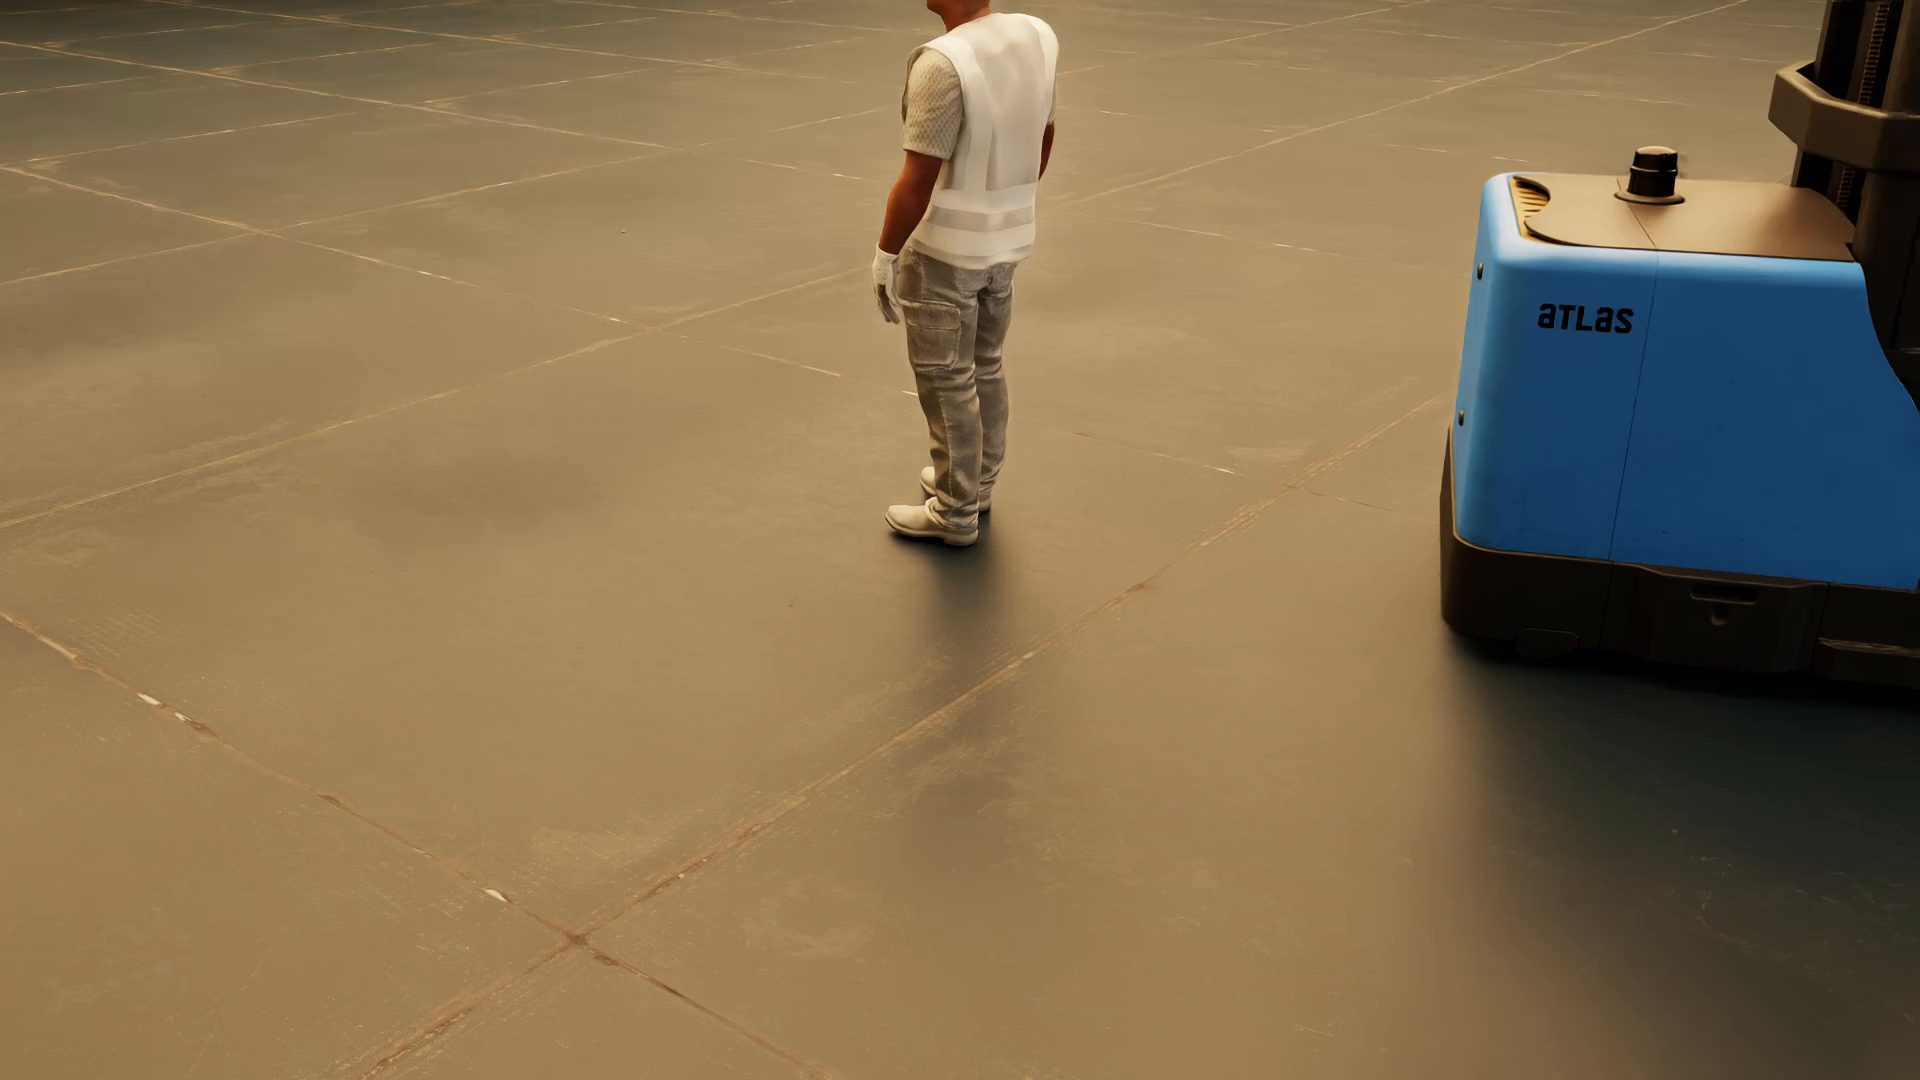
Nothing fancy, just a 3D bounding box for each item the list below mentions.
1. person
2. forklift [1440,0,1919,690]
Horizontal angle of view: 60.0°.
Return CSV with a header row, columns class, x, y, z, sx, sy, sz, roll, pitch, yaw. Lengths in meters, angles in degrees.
class,x,y,z,sx,sy,sz,roll,pitch,yaw
person,-0.053,-0.844,4.702,0.575,1.784,0.656,17,29,34
forklift,2.840,-1.091,3.845,3.031,2.935,1.130,6,24,13
